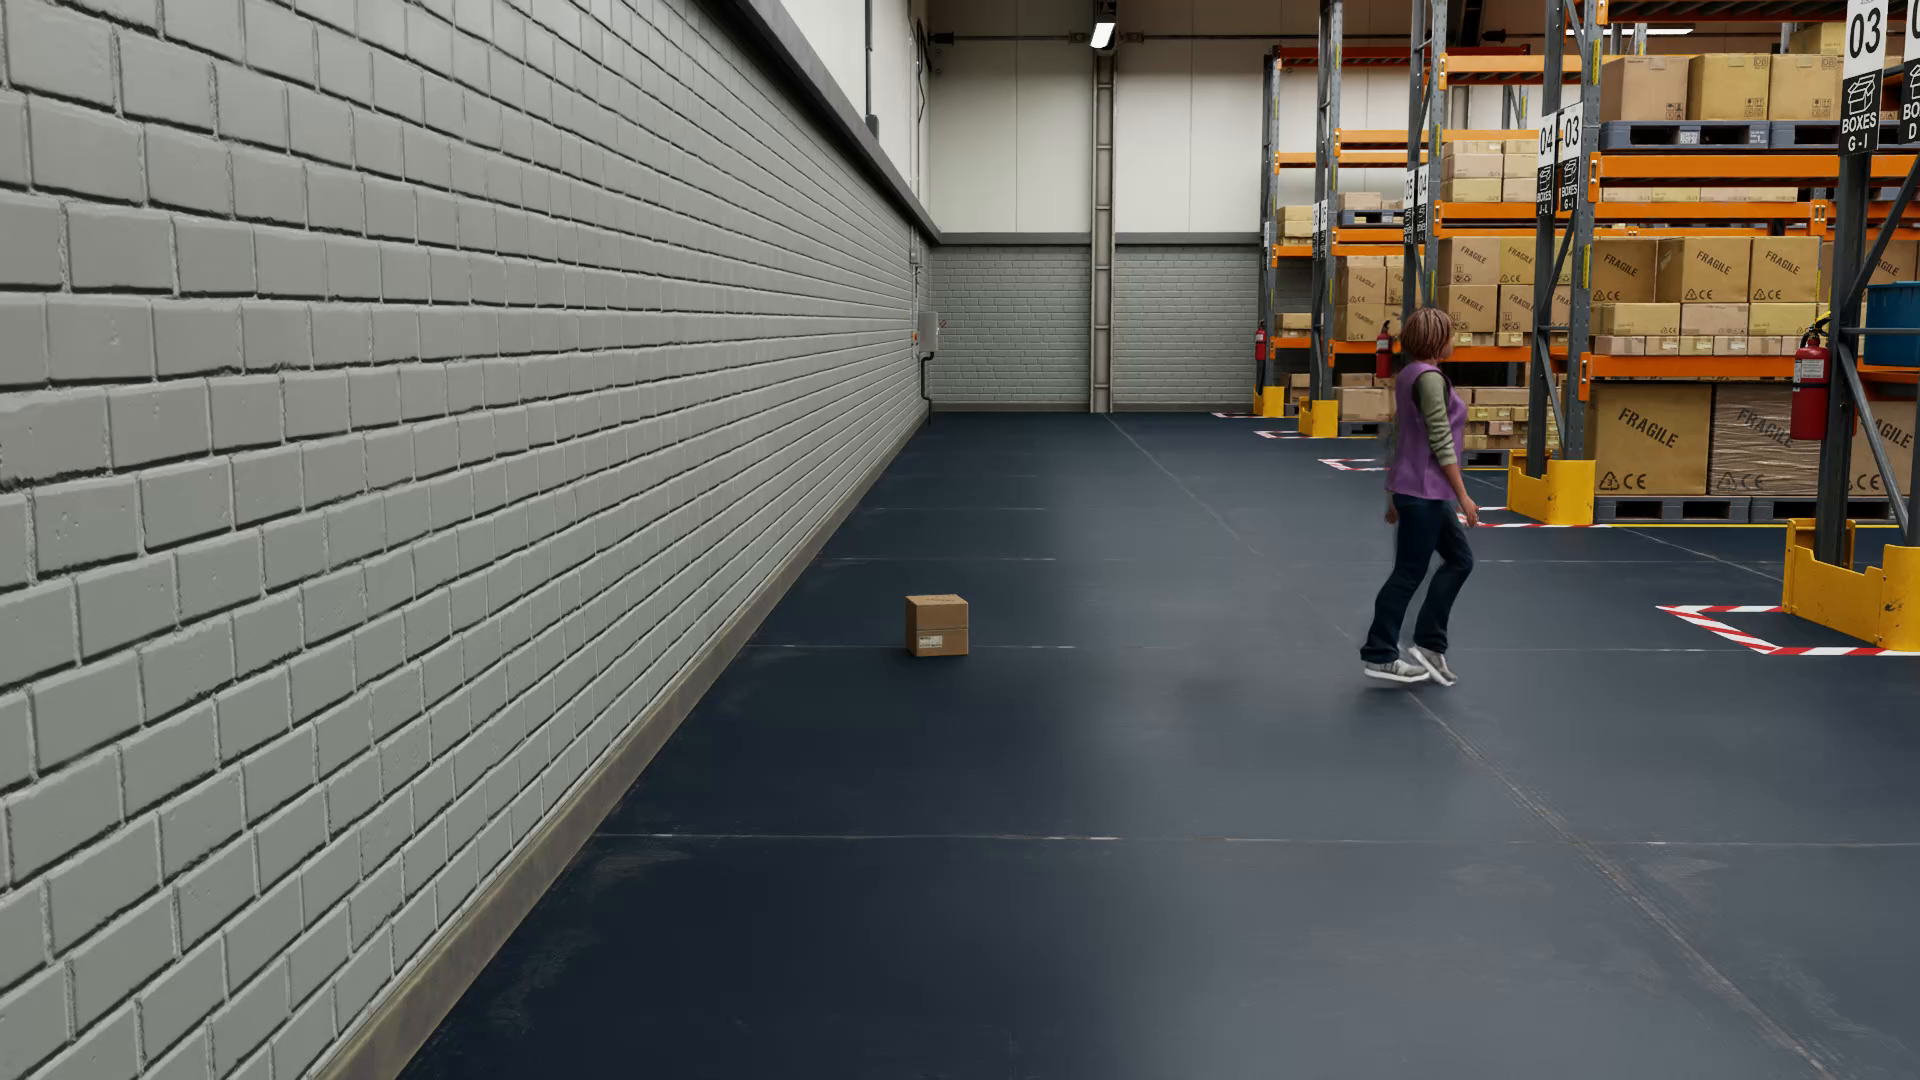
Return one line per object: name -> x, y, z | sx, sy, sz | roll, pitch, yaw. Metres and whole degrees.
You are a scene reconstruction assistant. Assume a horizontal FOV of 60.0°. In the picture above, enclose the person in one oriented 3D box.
person -> 1.955, -0.156, 7.015 | 0.482, 1.635, 0.405 | 1, 7, 6
